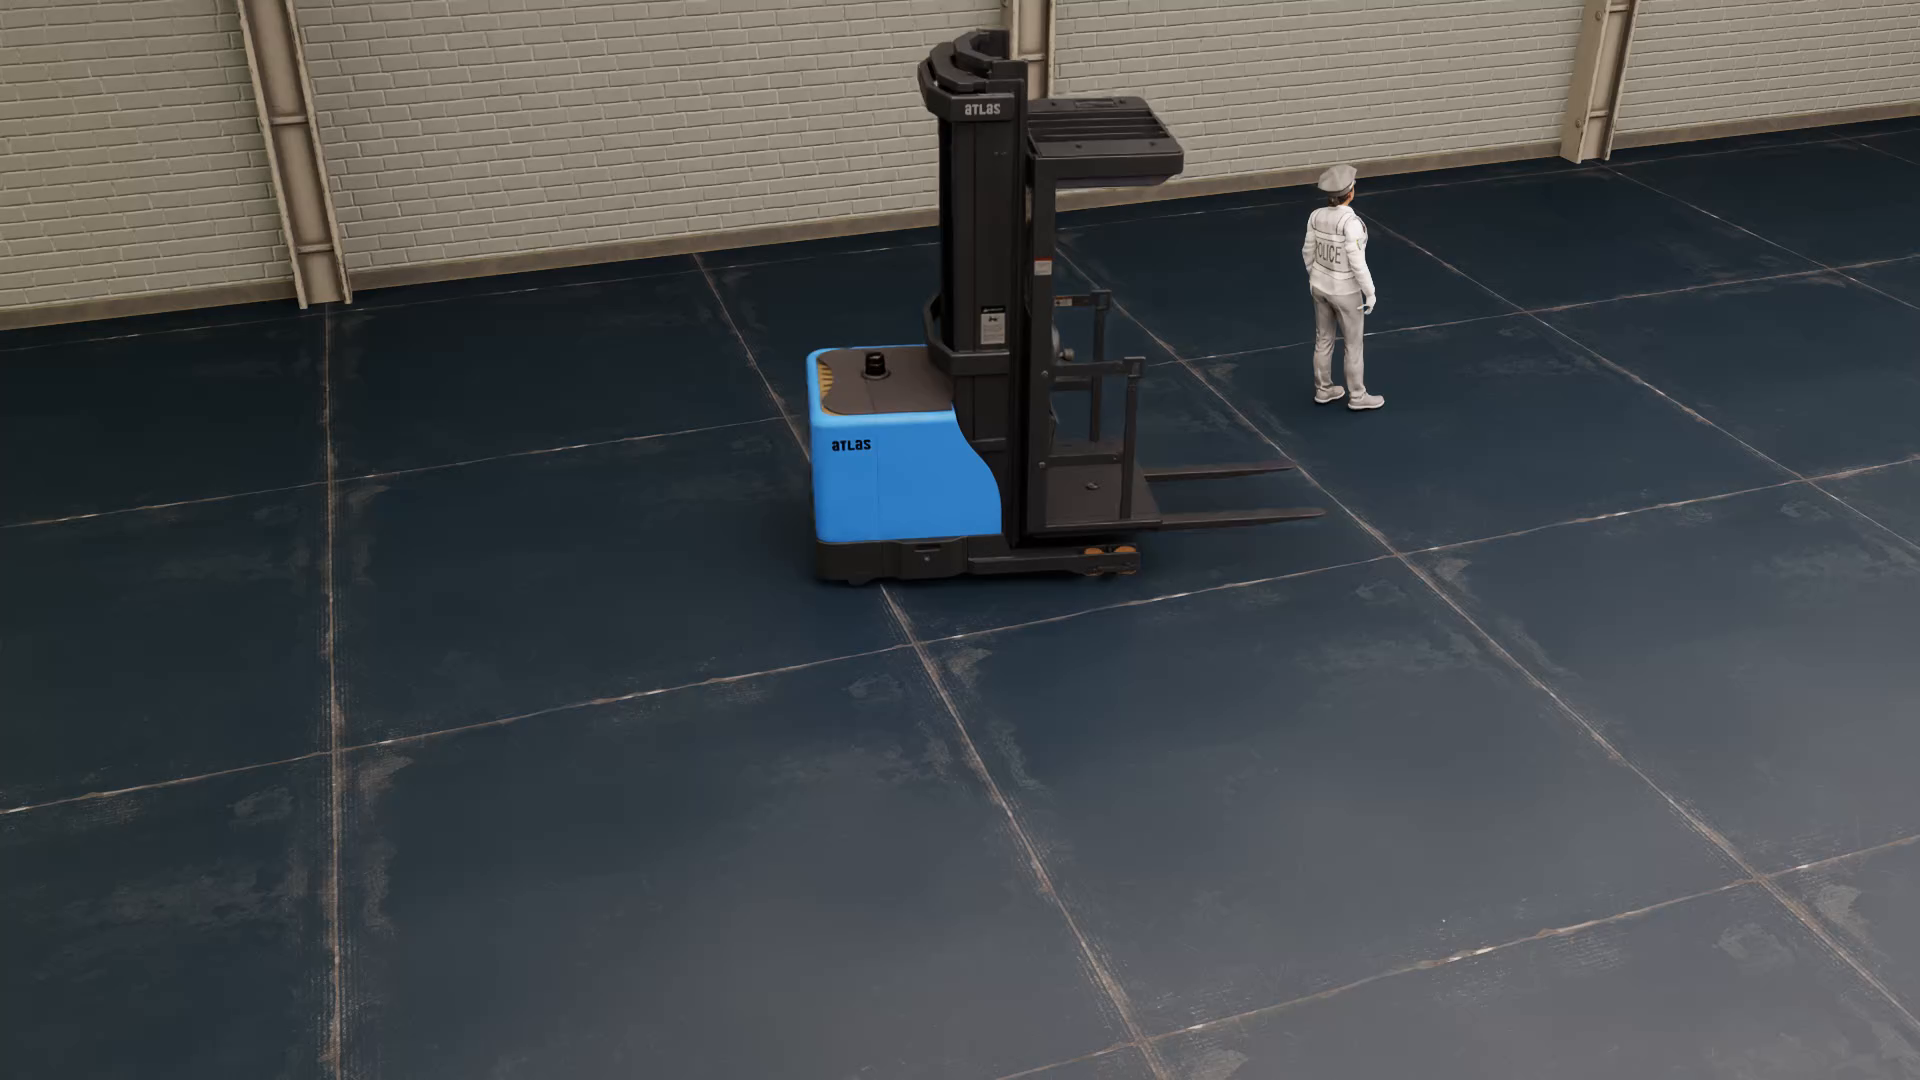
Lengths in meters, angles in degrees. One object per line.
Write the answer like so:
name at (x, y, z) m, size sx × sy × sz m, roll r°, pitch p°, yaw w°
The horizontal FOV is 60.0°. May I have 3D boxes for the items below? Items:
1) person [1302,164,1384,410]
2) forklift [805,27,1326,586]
person at (2.613, -1.722, 11.305) m, size 0.531 × 1.694 × 0.587 m, roll -20°, pitch 35°, yaw -30°
forklift at (0.628, -1.315, 9.373) m, size 3.031 × 2.935 × 1.130 m, roll -3°, pitch 30°, yaw -5°
